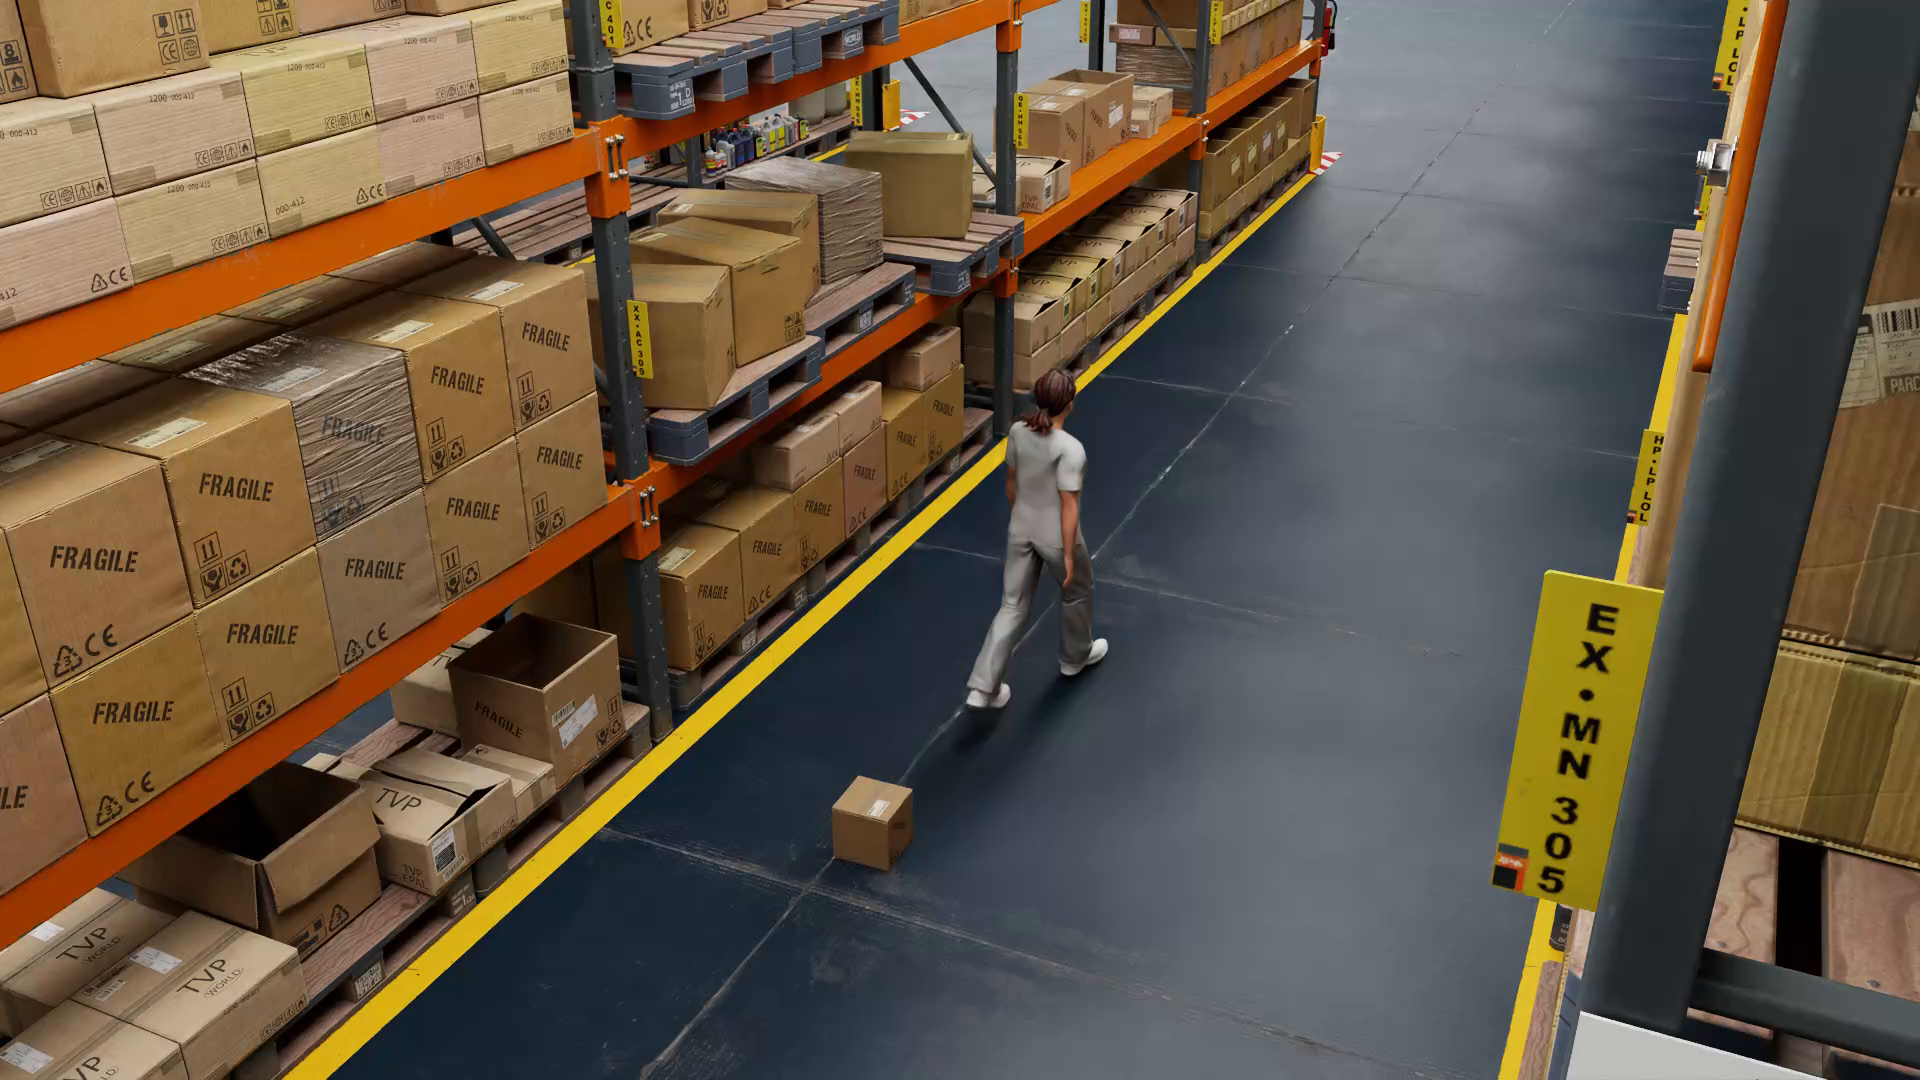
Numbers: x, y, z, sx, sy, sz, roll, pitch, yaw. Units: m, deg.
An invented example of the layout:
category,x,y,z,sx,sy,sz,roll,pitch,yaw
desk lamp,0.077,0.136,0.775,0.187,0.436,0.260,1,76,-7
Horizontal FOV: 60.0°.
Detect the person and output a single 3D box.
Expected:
category,x,y,z,sx,sy,sz,roll,pitch,yaw
person,0.357,-0.004,7.638,0.455,1.624,1.011,18,31,32
